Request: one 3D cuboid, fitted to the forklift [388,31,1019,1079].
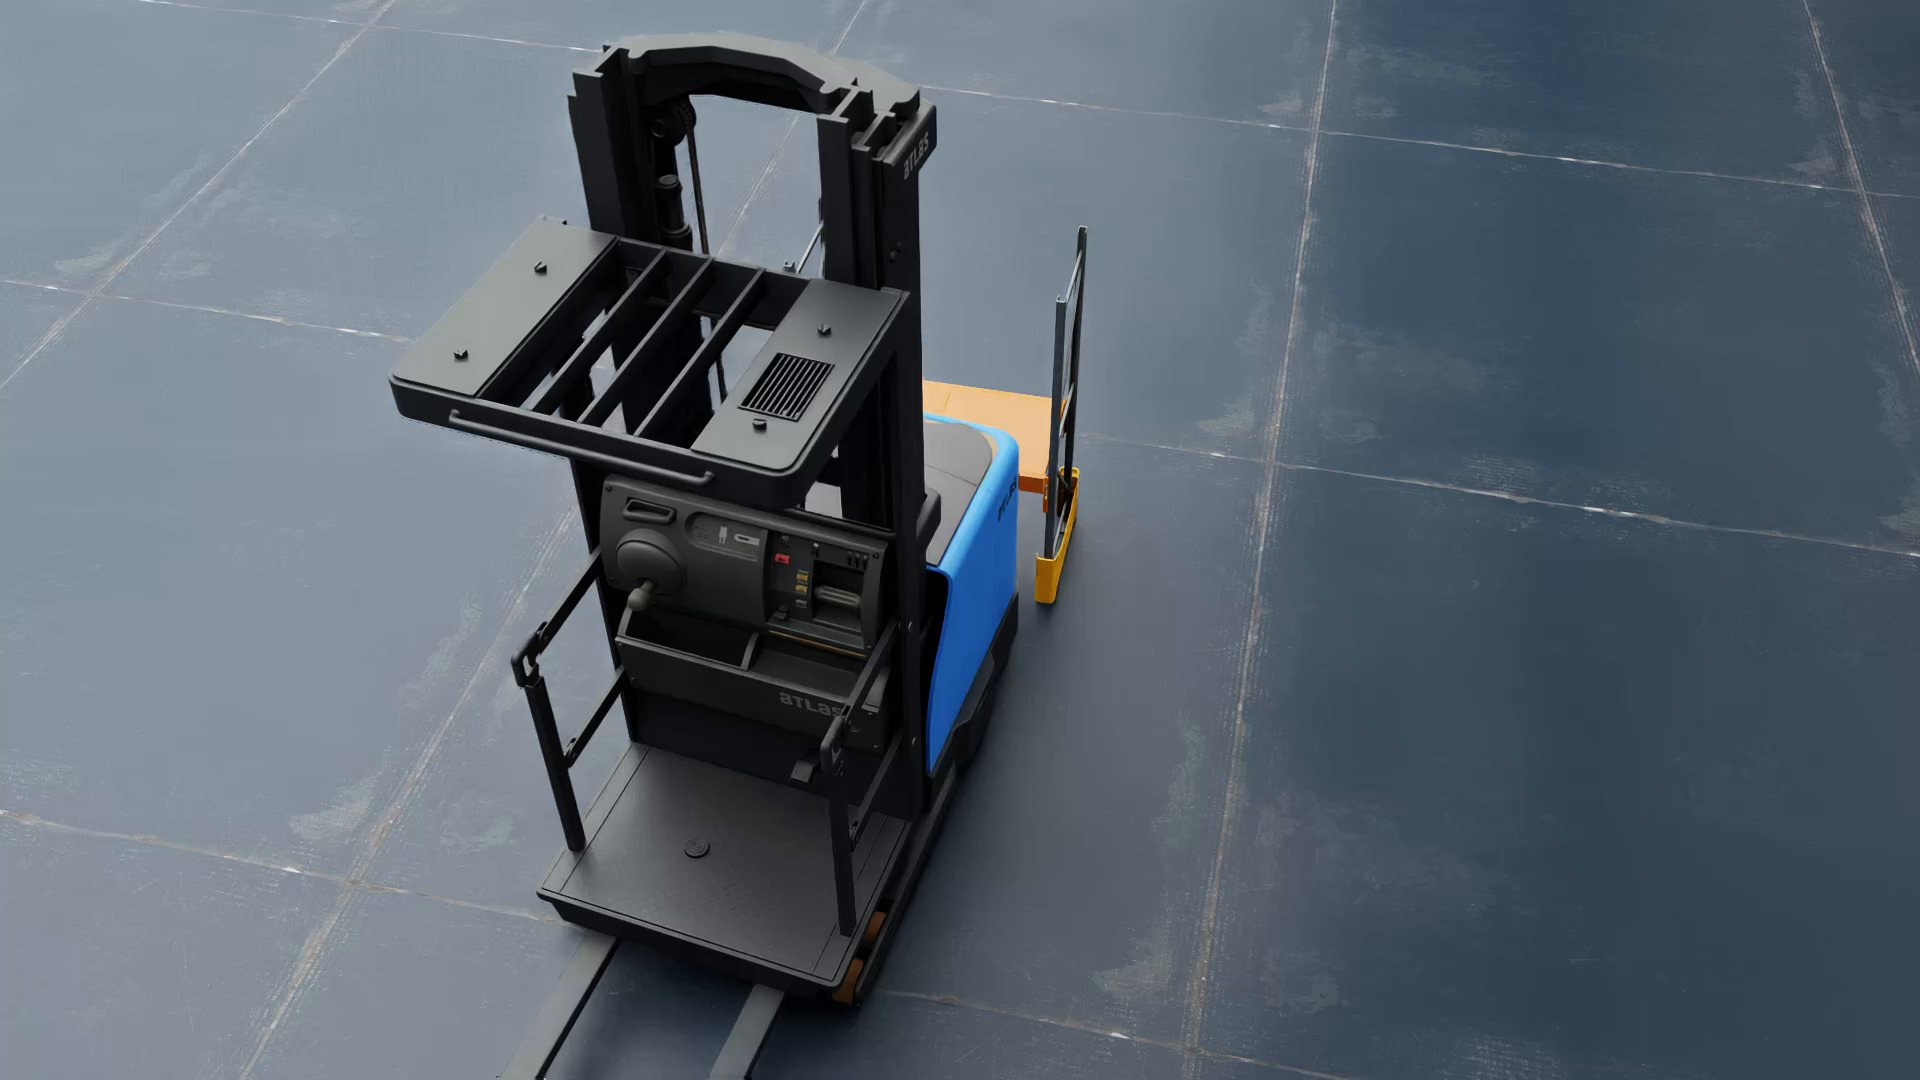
[{"bbox_3d":[-0.739,0.175,4.915,1.130,2.935,3.031,14,46,14],"label":"forklift"}]

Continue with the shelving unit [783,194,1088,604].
[{"bbox_3d":[-0.074,-0.552,6.702,1.083,1.500,0.587,9,45,9],"label":"shelving unit"}]

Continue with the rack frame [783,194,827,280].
[{"bbox_3d":[-0.579,-0.630,6.783,0.032,1.500,0.500,9,45,9],"label":"rack frame"}]

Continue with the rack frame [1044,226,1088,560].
[{"bbox_3d":[0.413,-0.476,6.623,0.032,1.500,0.500,9,45,9],"label":"rack frame"}]

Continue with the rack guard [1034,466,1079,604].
[{"bbox_3d":[0.412,-0.026,7.057,0.087,0.250,0.587,9,45,9],"label":"rack guard"}]

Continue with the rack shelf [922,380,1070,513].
[{"bbox_3d":[-0.083,-0.424,6.828,1.000,0.185,0.538,9,45,9],"label":"rack shelf"}]
